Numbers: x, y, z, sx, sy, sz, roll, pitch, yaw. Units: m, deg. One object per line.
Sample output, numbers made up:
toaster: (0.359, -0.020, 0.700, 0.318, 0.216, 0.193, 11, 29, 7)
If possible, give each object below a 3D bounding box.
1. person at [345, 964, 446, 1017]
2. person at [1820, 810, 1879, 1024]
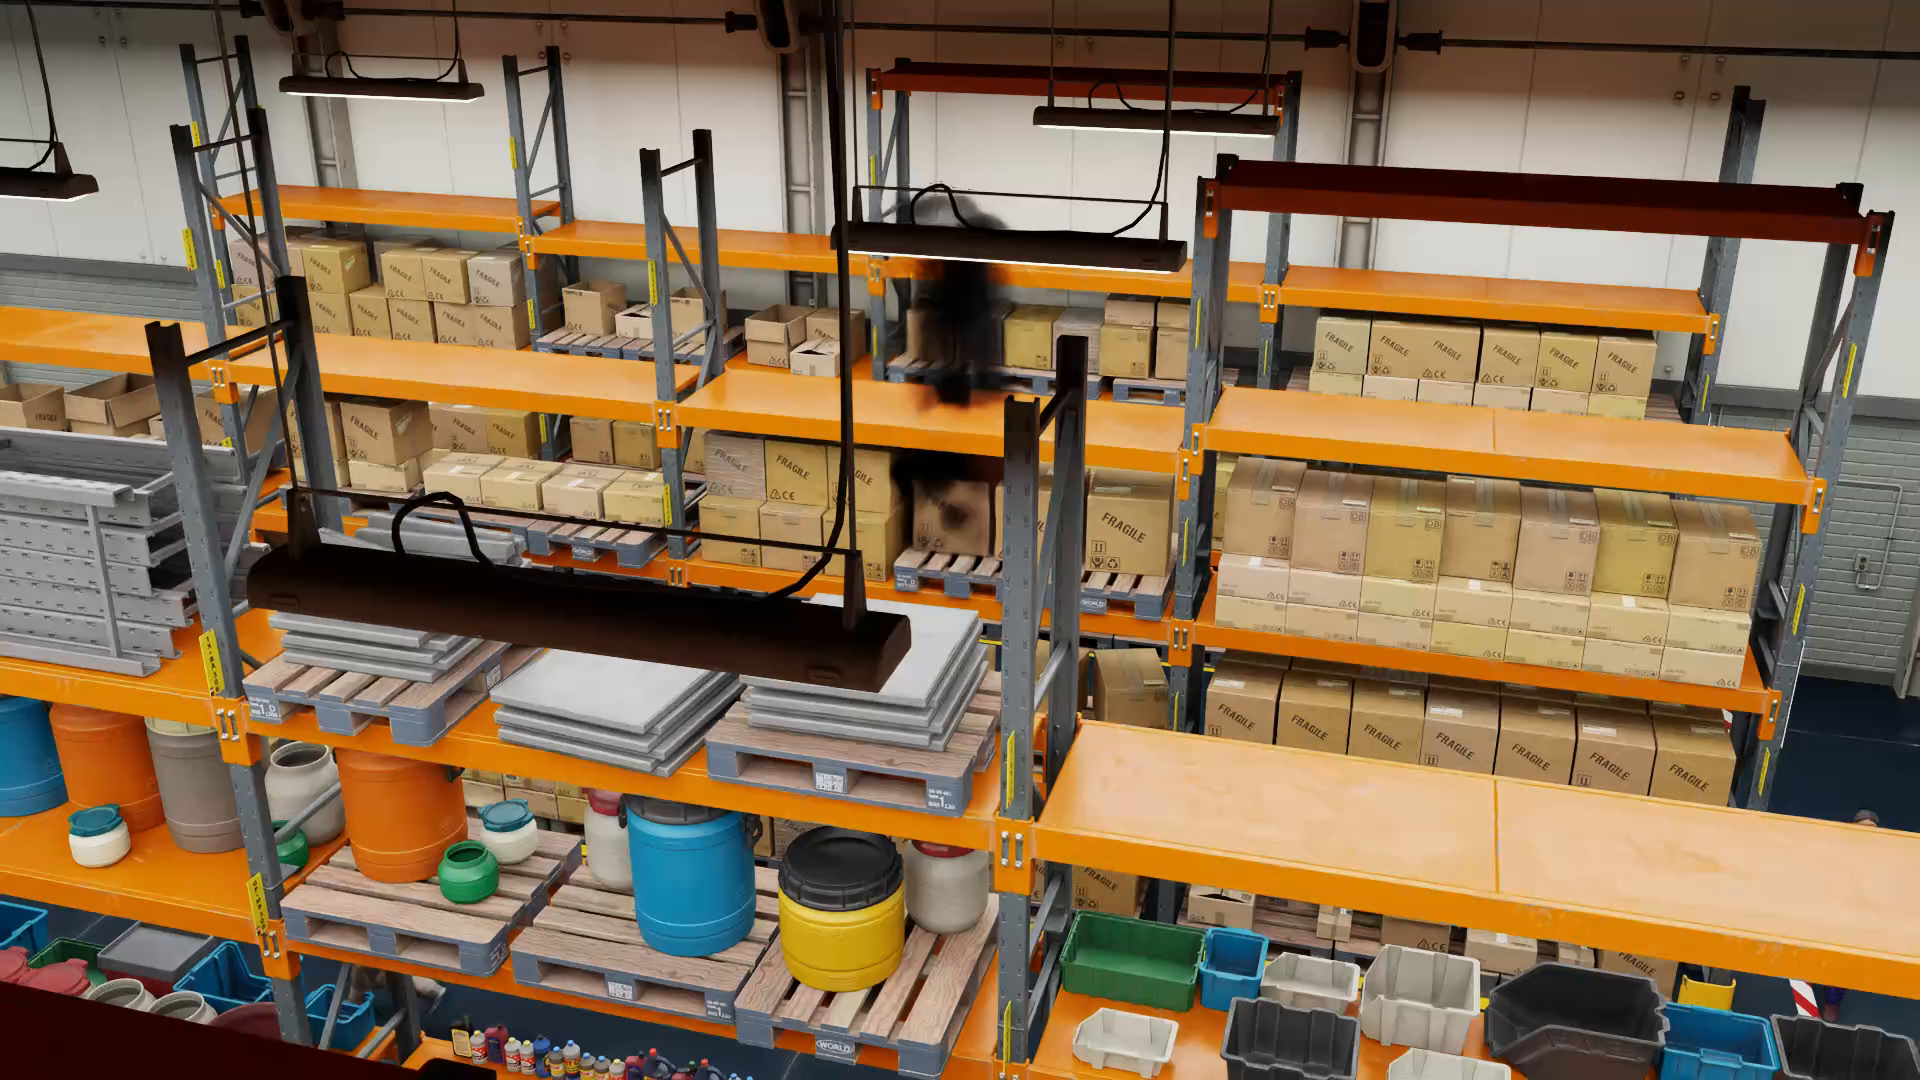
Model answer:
person: (-4.174, 2.775, 11.952, 1.013, 1.733, 0.663, 7, 24, 17)
person: (6.508, 2.675, 12.260, 0.605, 1.690, 0.793, 7, 23, 16)
